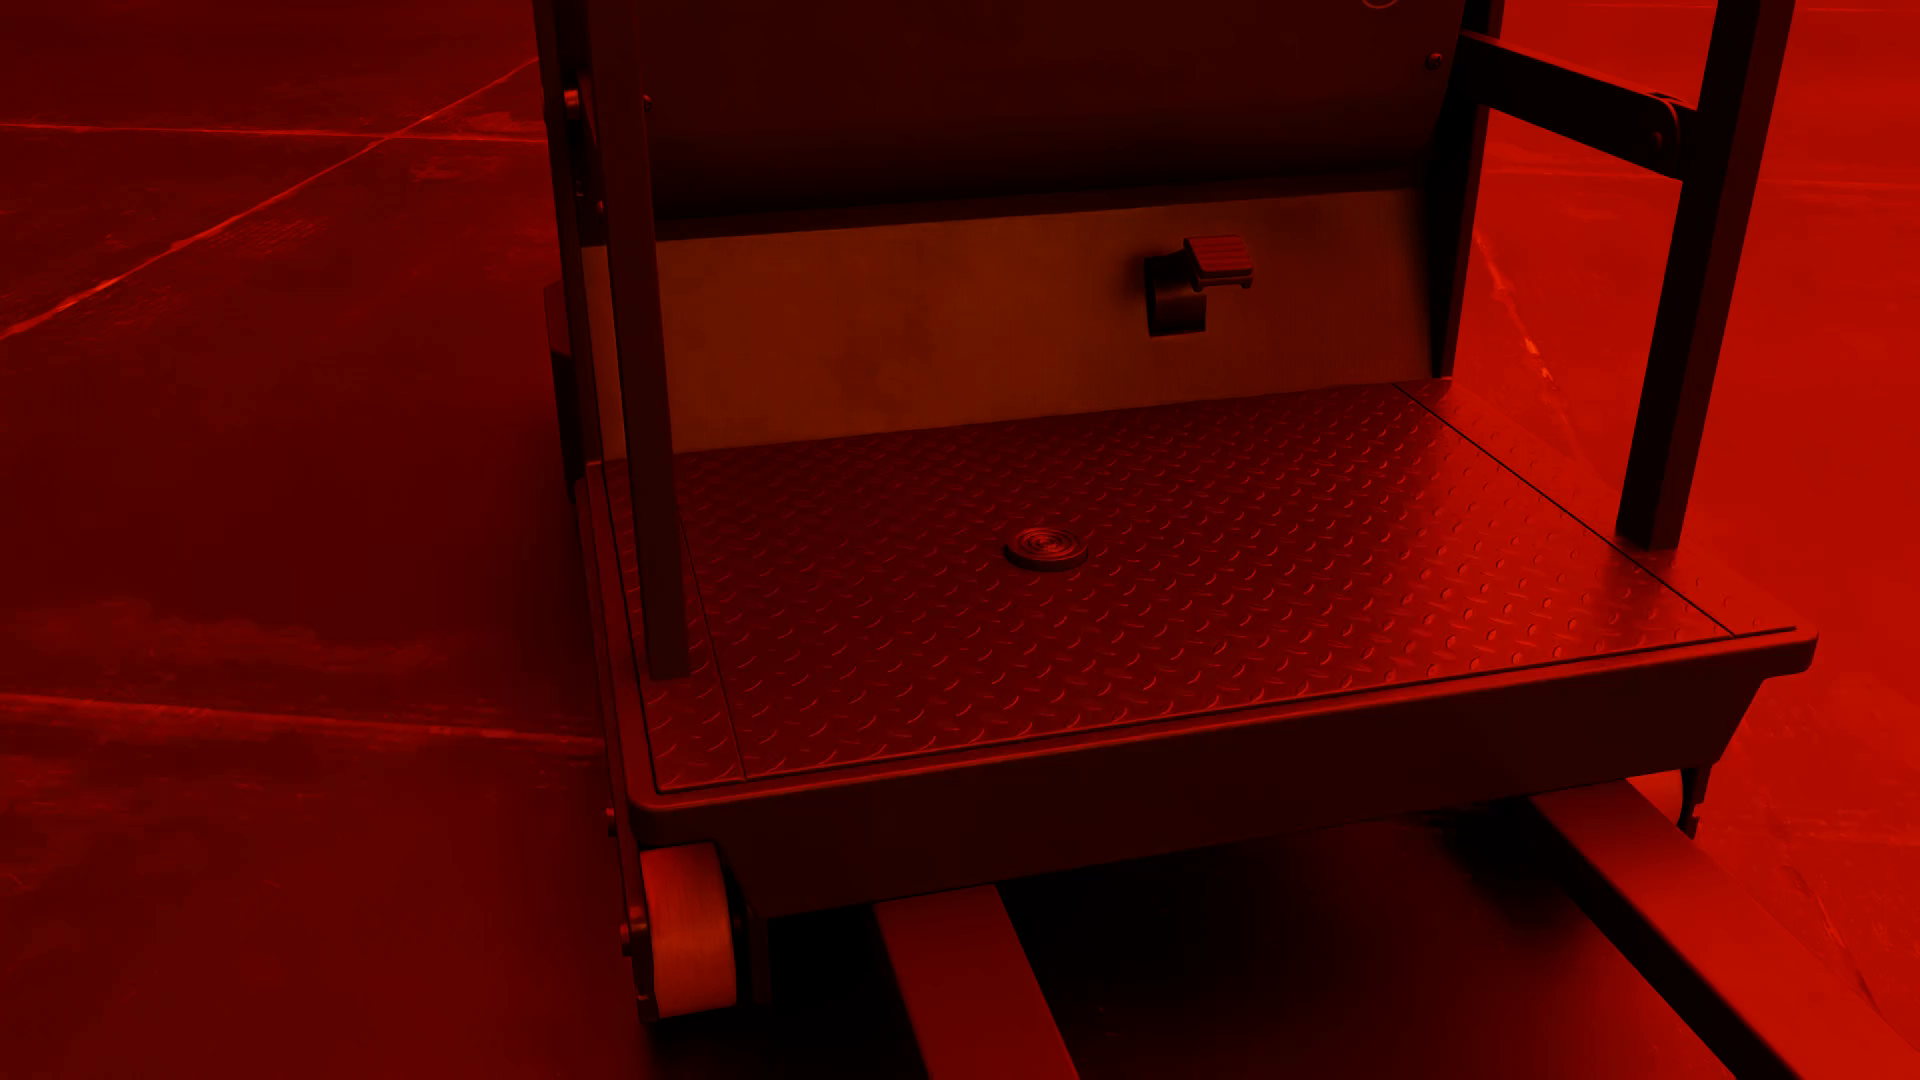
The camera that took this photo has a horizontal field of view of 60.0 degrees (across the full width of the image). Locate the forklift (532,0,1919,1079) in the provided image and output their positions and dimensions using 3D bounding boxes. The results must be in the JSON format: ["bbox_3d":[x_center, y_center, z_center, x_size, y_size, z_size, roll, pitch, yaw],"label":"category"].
[{"bbox_3d":[0.153,-1.049,1.319,1.130,2.935,3.031,-7,27,-13],"label":"forklift"}]
